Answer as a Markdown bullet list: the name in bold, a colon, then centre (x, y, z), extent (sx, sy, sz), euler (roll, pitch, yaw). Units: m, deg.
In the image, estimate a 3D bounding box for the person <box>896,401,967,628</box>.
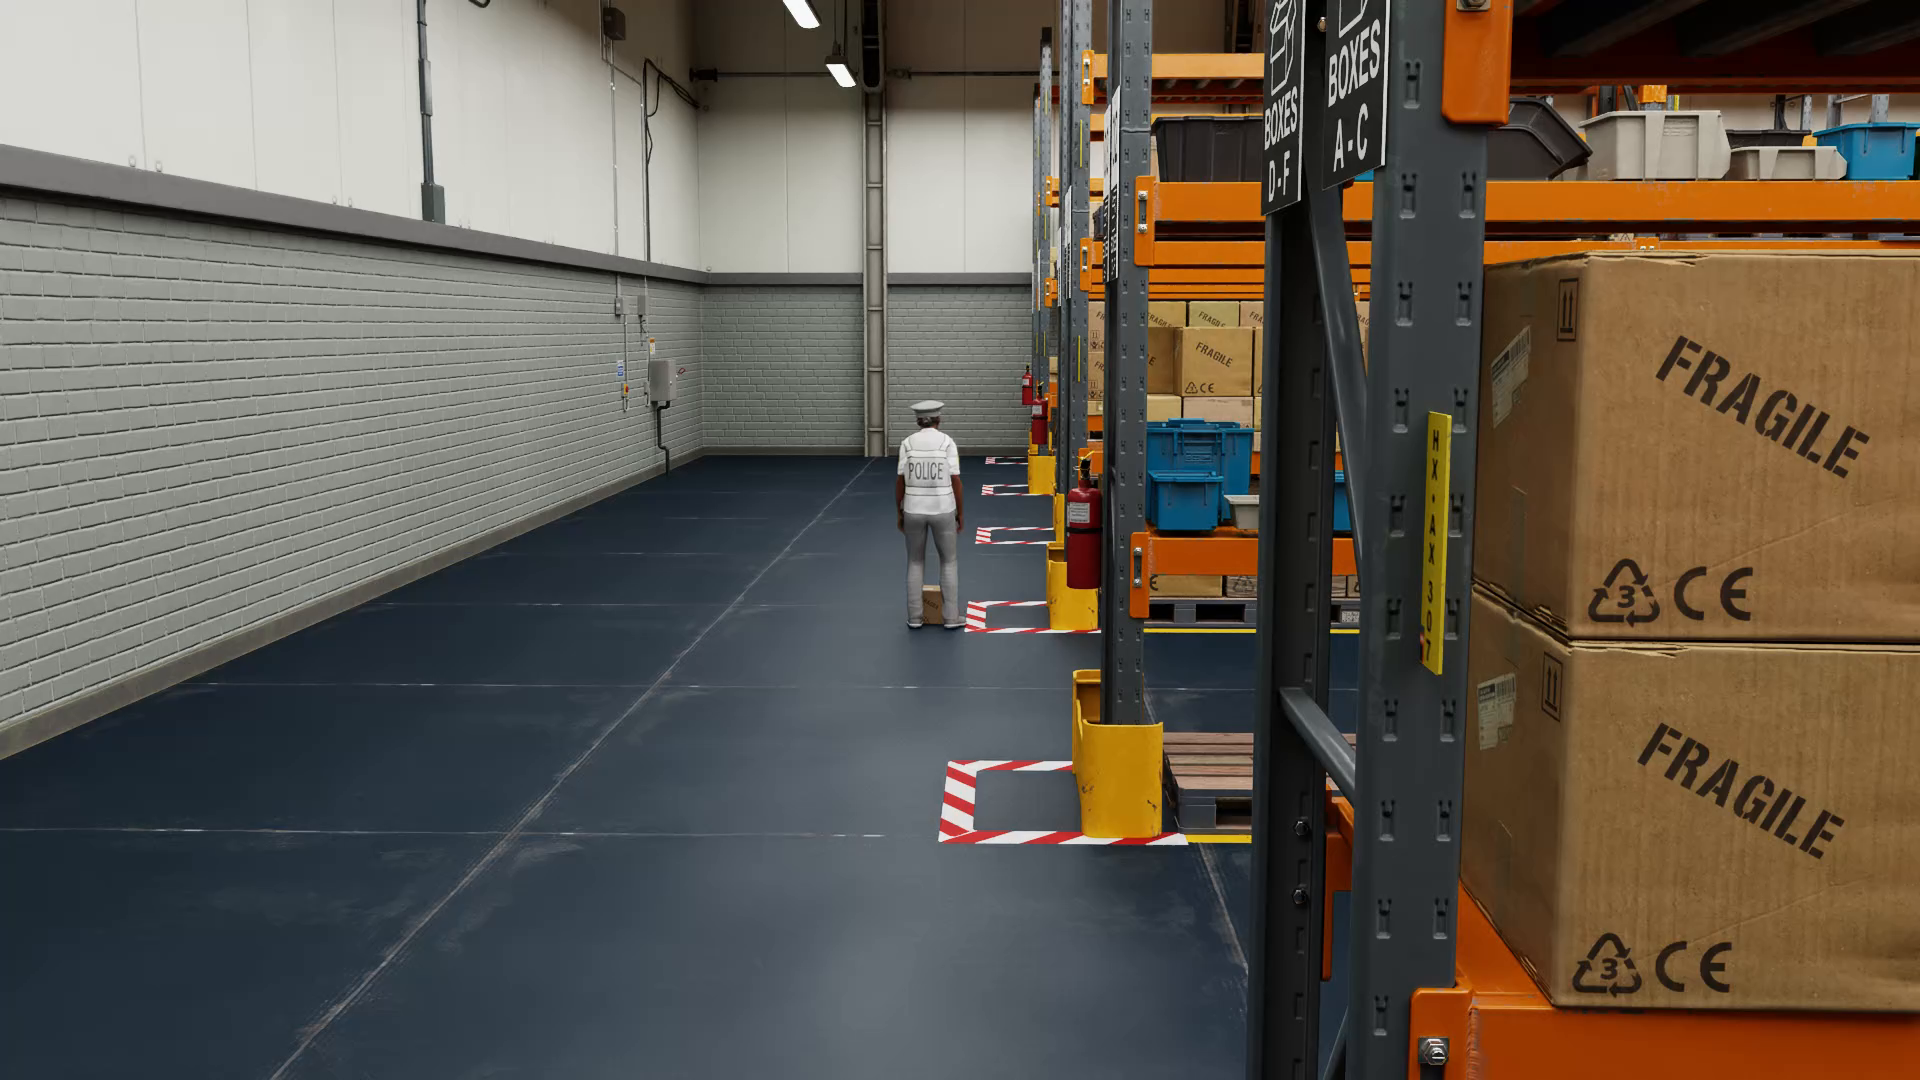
- **person**: centre (-0.212, -0.182, 12.196), extent (0.512, 1.657, 0.399), euler (1, 7, 8)
